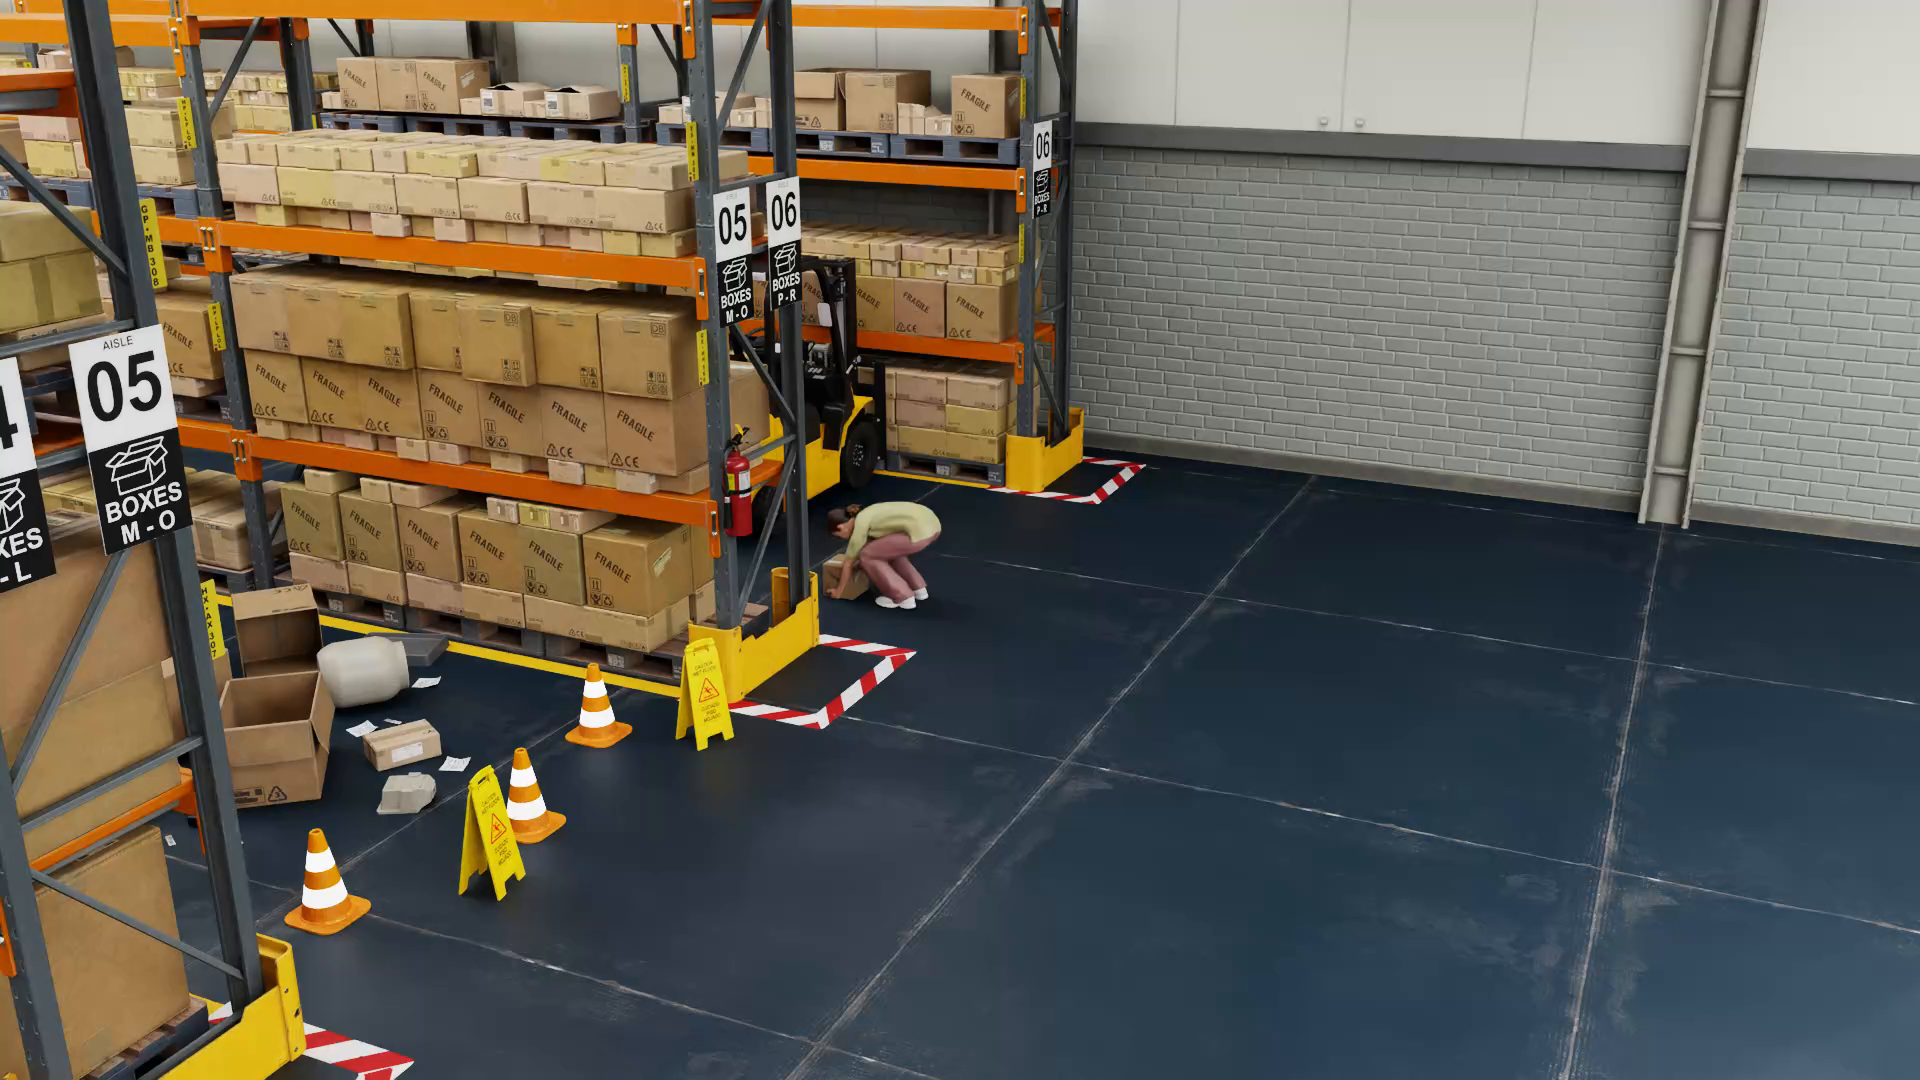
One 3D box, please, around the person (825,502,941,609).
[{"bbox_3d":[-0.569,0.095,12.248,0.864,0.774,0.468,8,21,21],"label":"person"}]
